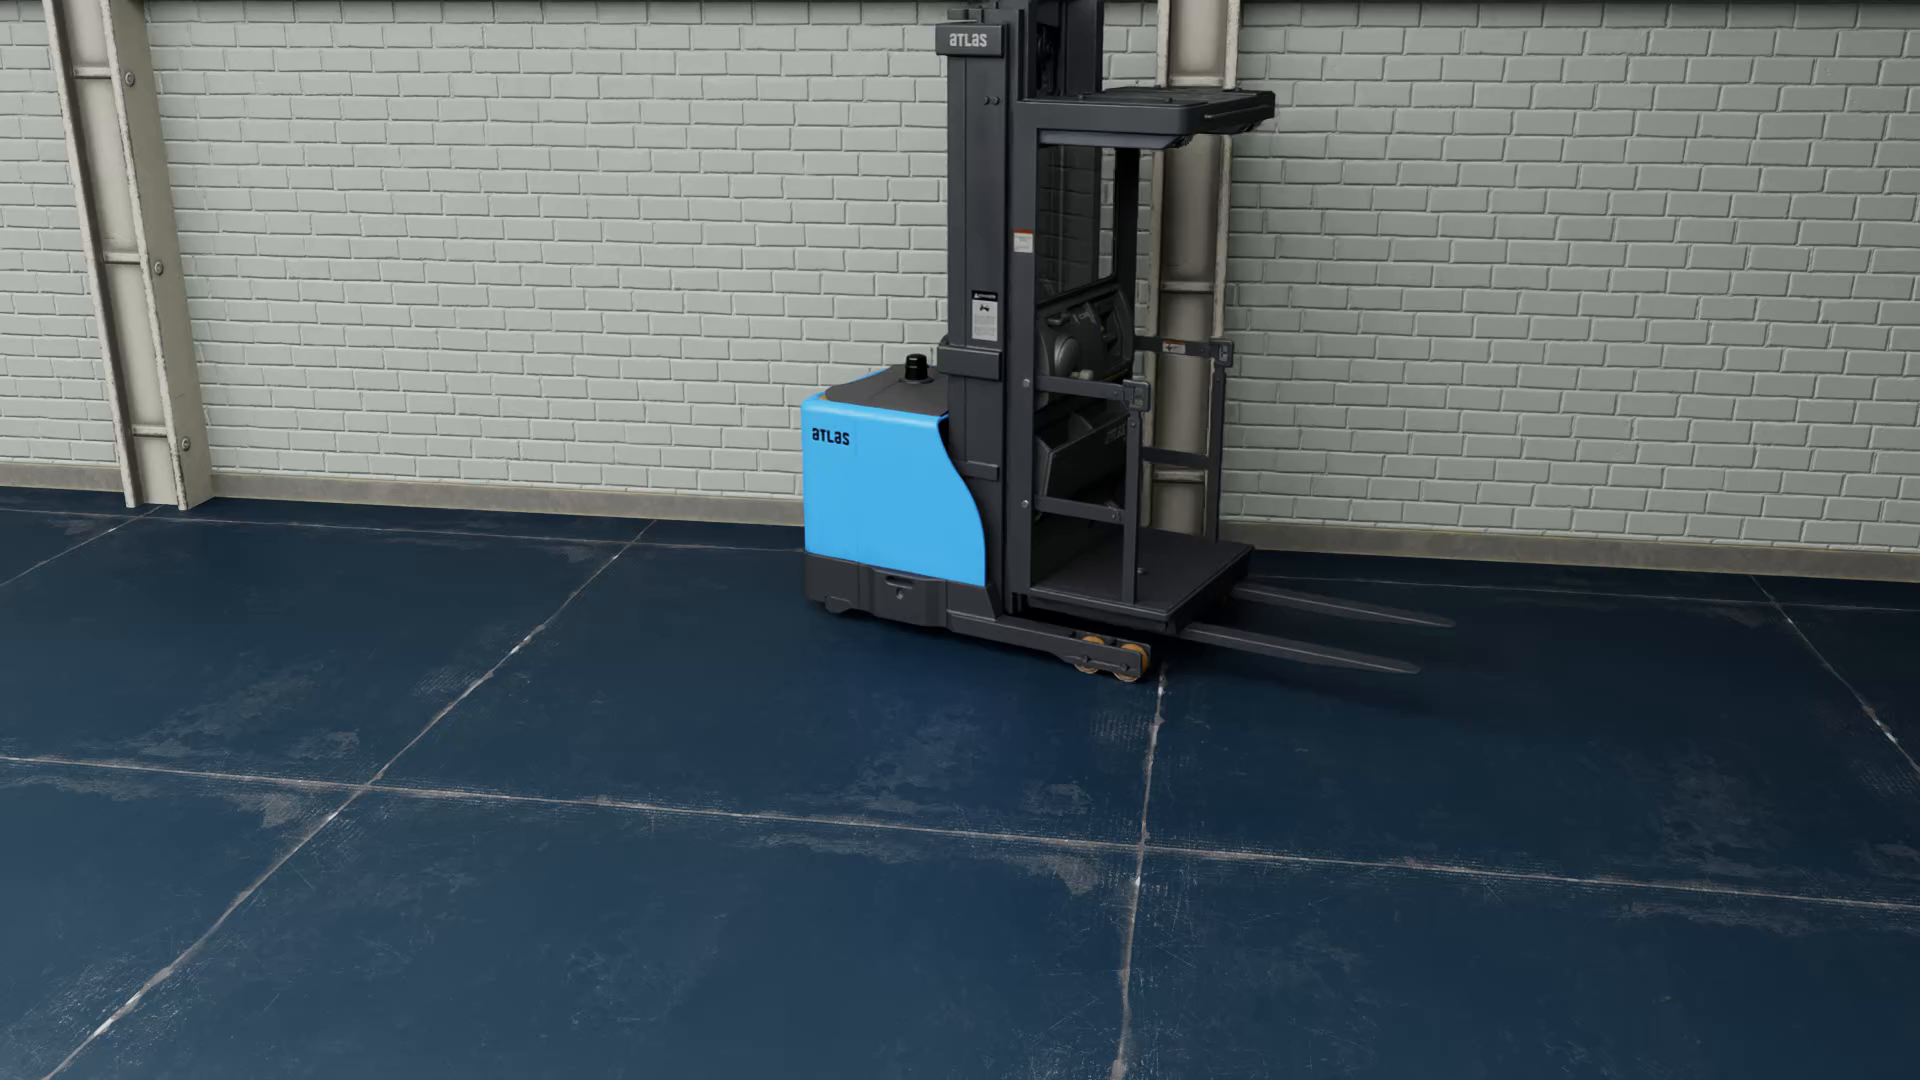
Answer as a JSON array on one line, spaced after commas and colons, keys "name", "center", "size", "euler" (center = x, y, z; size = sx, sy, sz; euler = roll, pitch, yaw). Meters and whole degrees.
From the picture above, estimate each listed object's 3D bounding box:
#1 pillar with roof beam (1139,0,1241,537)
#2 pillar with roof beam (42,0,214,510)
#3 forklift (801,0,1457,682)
[{"name": "pillar with roof beam", "center": [0.499, -2.852, 3.644], "size": [0.400, 9.000, 9.100], "euler": [3, 19, 9]}, {"name": "pillar with roof beam", "center": [-5.425, -3.154, 4.547], "size": [0.400, 9.000, 9.100], "euler": [3, 19, 9]}, {"name": "forklift", "center": [0.758, -0.950, 7.523], "size": [3.031, 2.935, 1.130], "euler": [10, 21, 28]}]
